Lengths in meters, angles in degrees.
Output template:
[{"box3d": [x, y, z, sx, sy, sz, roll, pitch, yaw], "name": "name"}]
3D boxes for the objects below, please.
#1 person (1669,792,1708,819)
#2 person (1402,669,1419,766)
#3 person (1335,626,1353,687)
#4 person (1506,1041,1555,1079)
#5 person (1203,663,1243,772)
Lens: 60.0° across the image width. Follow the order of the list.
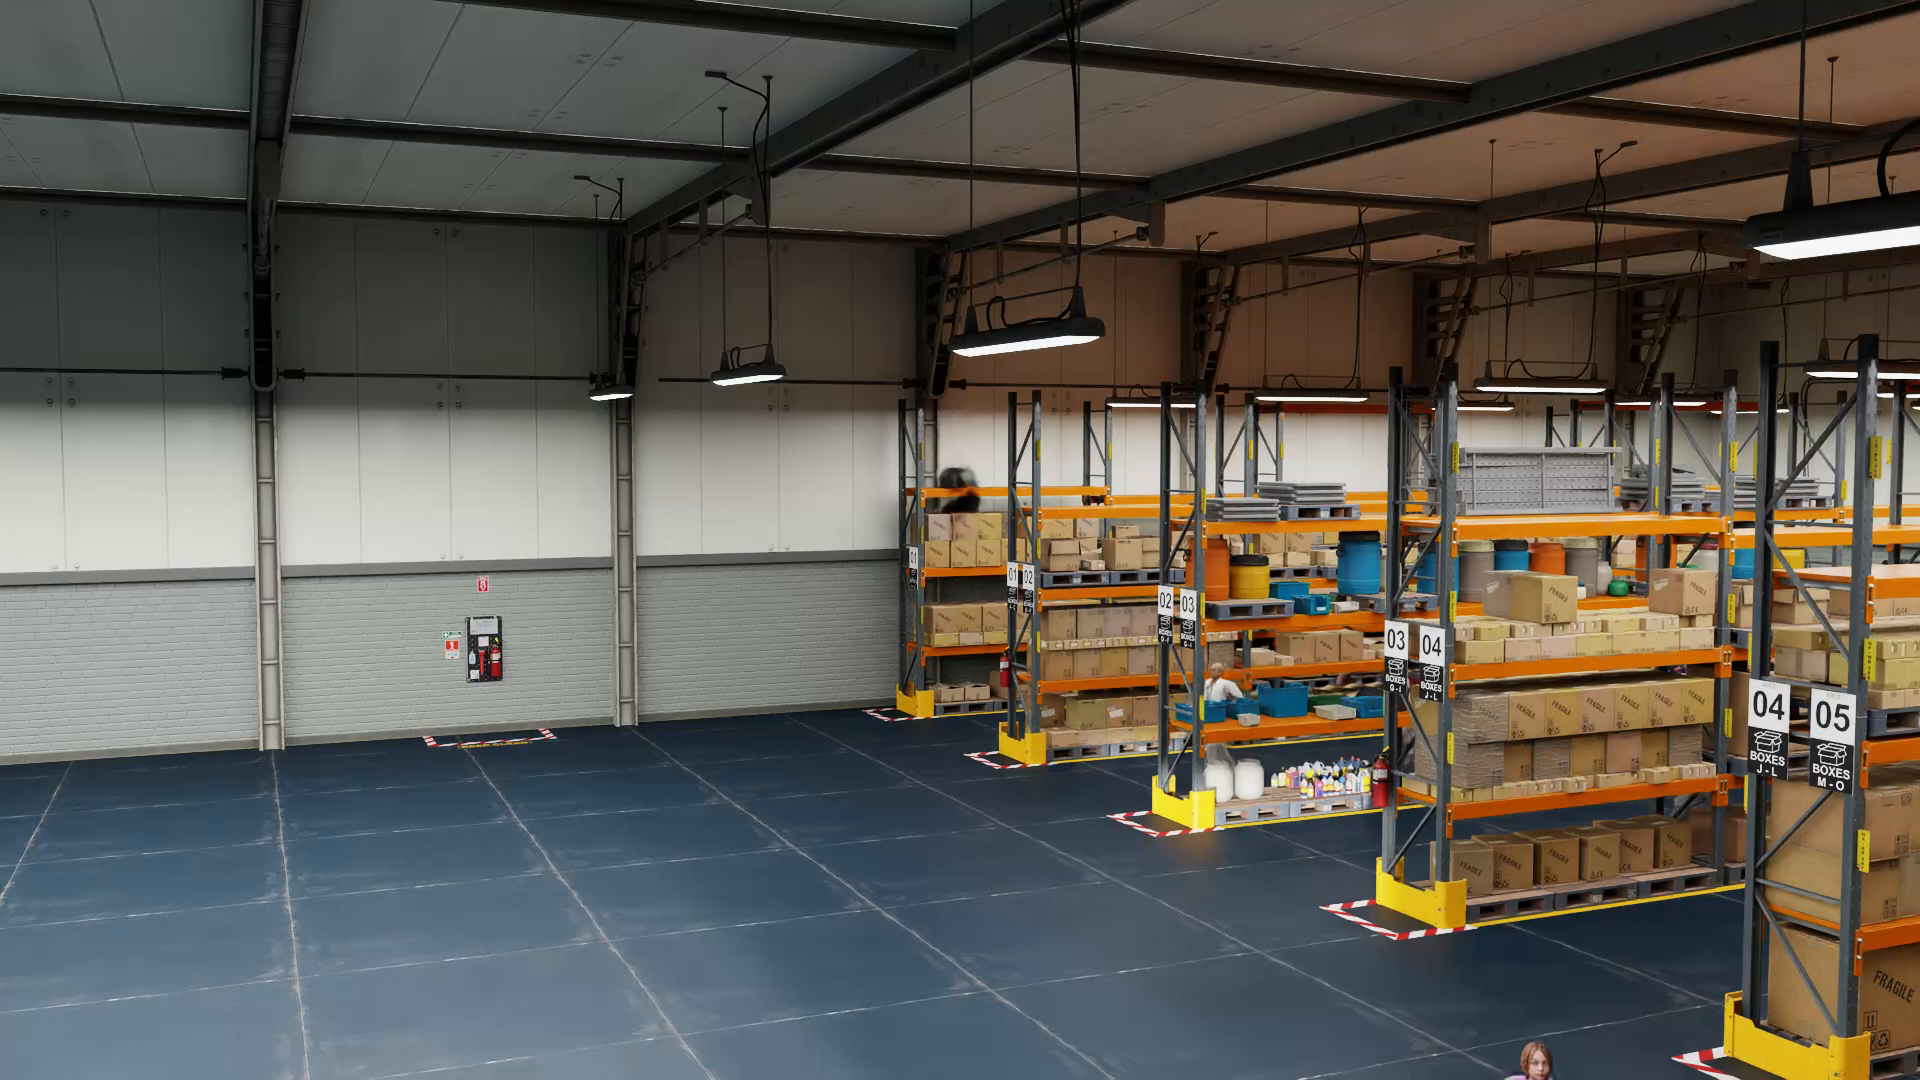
[{"box3d": [10.122, 2.938, 23.055, 0.894, 1.814, 0.671, -1, 4, -22], "name": "person"}, {"box3d": [7.184, 2.716, 26.788, 0.731, 1.822, 0.614, -2, 4, -32], "name": "person"}, {"box3d": [7.361, 2.484, 31.652, 0.716, 1.715, 0.557, -1, 4, -22], "name": "person"}, {"box3d": [3.447, 3.797, 10.058, 0.534, 1.587, 0.668, 1, 3, 15], "name": "person"}, {"box3d": [3.914, 2.783, 25.330, 0.835, 1.837, 0.701, -2, 4, -30], "name": "person"}]
